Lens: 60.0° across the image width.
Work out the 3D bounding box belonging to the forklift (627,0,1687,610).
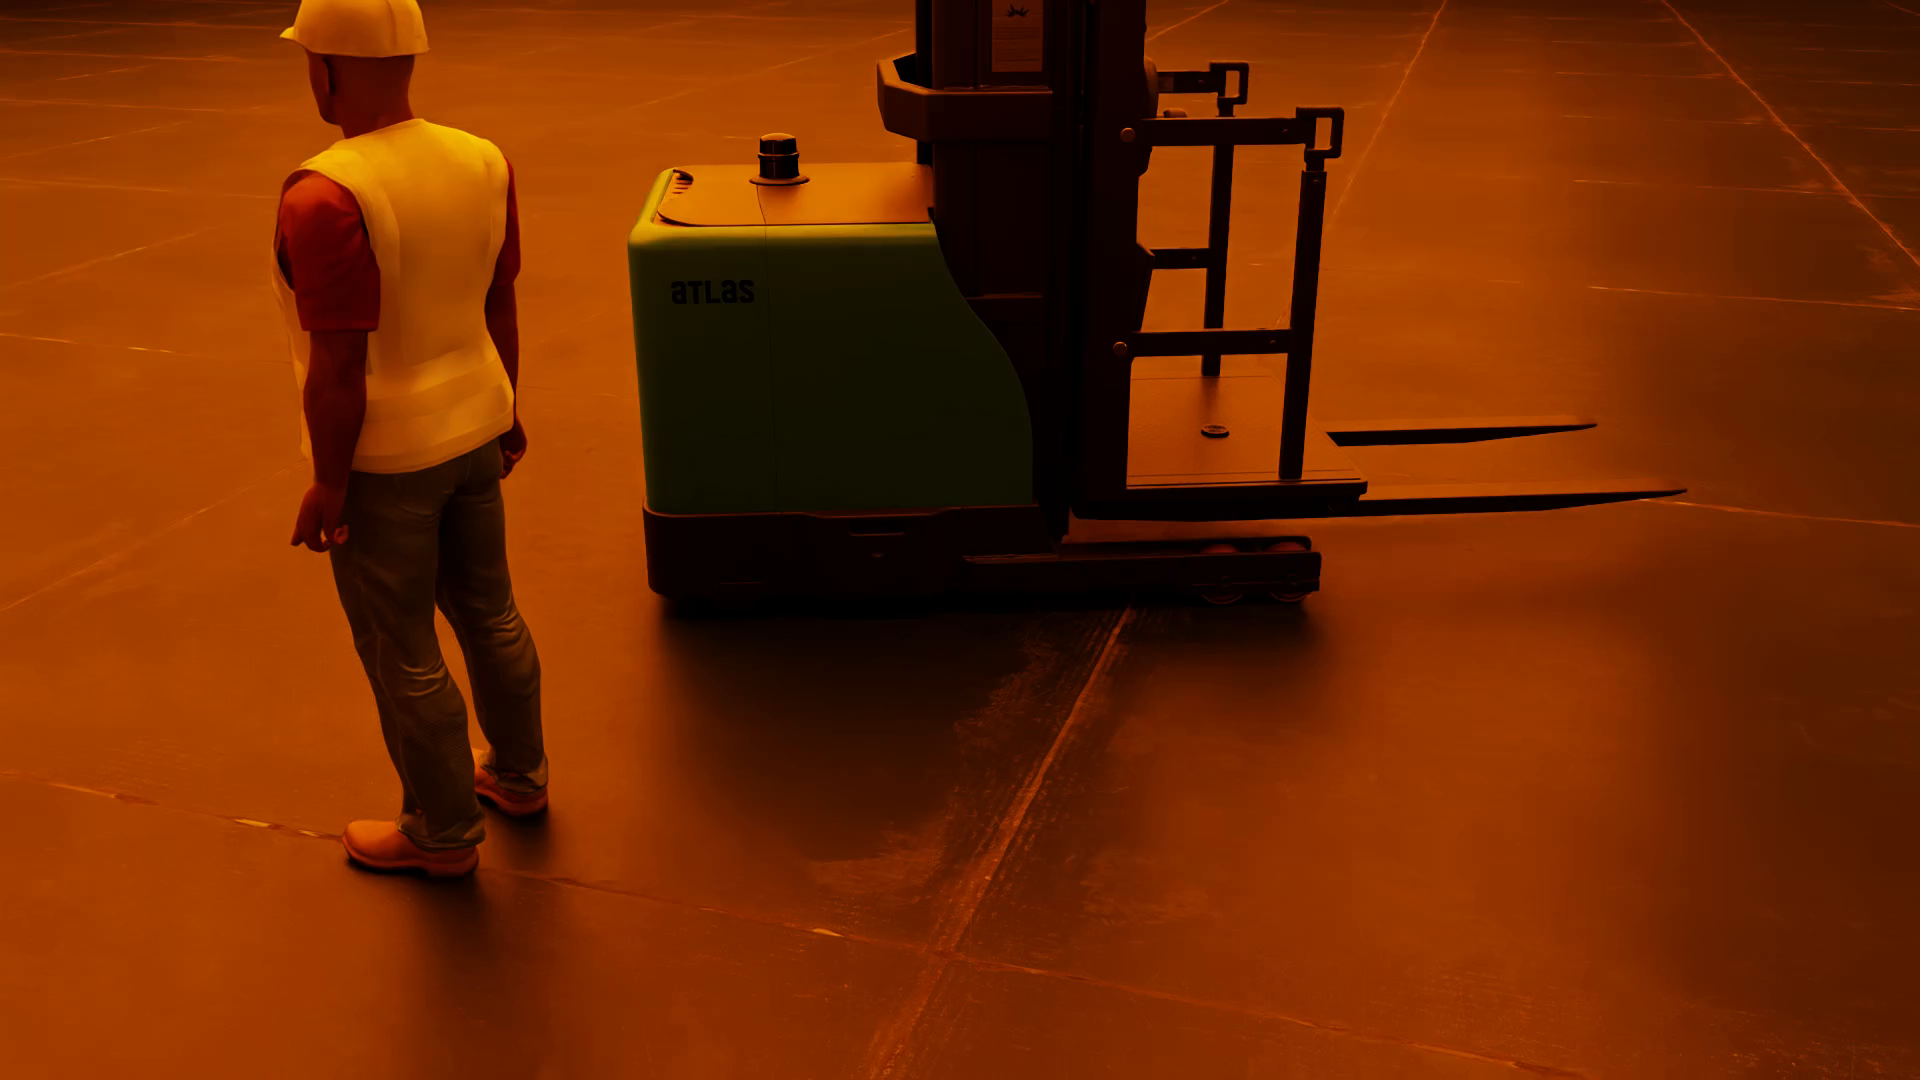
[{"bbox_3d":[0.606,-1.374,4.608,3.031,2.935,1.130,-2,23,-4],"label":"forklift"}]

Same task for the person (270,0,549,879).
[{"bbox_3d":[-1.084,-0.186,3.257,0.361,1.771,0.585,10,24,22],"label":"person"}]
